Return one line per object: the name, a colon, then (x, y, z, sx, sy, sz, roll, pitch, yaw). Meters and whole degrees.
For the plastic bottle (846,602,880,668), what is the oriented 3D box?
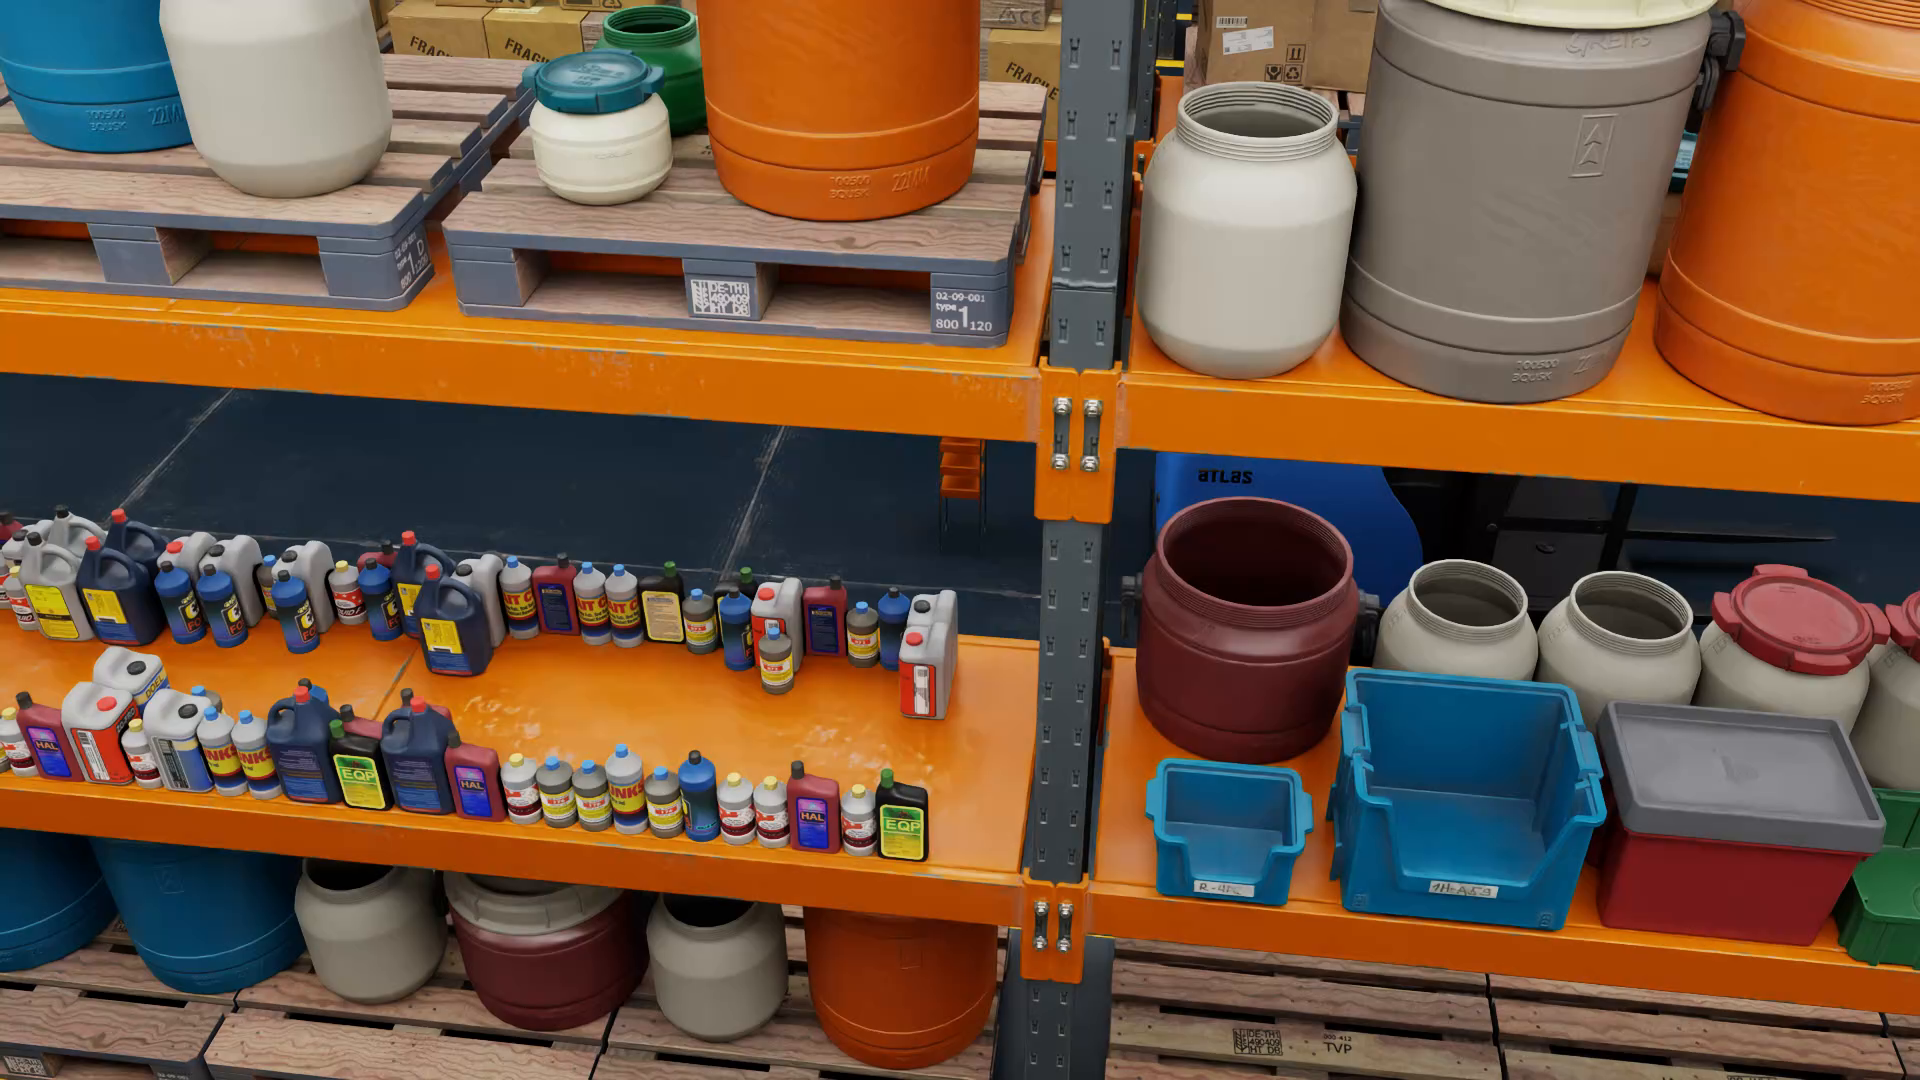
plastic bottle: (-0.289, 0.274, 4.955, 0.097, 0.201, 0.097, 0, 36, 0)

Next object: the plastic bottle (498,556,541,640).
plastic bottle: (-1.338, 0.167, 5.045, 0.097, 0.271, 0.097, 0, 36, 0)

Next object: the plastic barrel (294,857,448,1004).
plastic barrel: (-1.872, 1.184, 5.289, 0.421, 0.512, 0.421, 0, 36, 0)

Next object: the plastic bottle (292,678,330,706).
plastic bottle: (-1.778, 0.494, 4.586, 0.097, 0.271, 0.097, 0, 36, 0)

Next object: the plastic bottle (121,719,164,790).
plastic bottle: (-2.220, 0.574, 4.534, 0.097, 0.201, 0.097, 0, 36, 0)

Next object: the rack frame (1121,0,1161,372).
rack frame: (0.938, -2.411, 8.546, 0.127, 3.000, 1.000, 4, 36, 6)

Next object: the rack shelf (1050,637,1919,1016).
rack shelf: (2.291, 0.883, 4.549, 4.000, 0.370, 1.077, 4, 36, 6)

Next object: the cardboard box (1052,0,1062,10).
cardboard box: (0.490, -2.645, 8.787, 0.500, 0.500, 0.500, 5, 36, 7)

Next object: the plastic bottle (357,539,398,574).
plastic bottle: (-1.767, 0.119, 5.101, 0.133, 0.283, 0.061, 4, 36, 6)

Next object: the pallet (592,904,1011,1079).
pallet: (-0.480, 1.543, 5.406, 1.213, 0.211, 1.003, 4, 36, 6)

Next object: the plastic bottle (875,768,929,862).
plastic bottle: (-0.149, 0.706, 4.279, 0.133, 0.283, 0.061, 4, 36, 6)

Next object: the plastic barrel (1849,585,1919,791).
plastic barrel: (2.626, 0.432, 4.446, 0.433, 0.535, 0.433, 0, 36, 0)

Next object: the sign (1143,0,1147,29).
sign: (0.870, -2.562, 7.762, 0.005, 0.325, 0.100, 4, 36, 6)

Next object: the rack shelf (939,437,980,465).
rack shelf: (0.014, -0.451, 7.426, 0.180, 0.103, 0.258, 4, 36, 6)

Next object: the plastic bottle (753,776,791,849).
plastic bottle: (-0.490, 0.703, 4.354, 0.097, 0.201, 0.097, 0, 36, 0)

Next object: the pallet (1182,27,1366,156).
pallet: (1.658, -2.342, 8.614, 1.003, 0.211, 1.213, 4, 36, 6)

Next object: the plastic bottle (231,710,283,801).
plastic bottle: (-1.893, 0.570, 4.480, 0.097, 0.271, 0.097, 0, 36, 0)

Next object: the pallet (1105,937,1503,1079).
pallet: (1.070, 1.657, 5.246, 1.213, 0.211, 1.003, 4, 36, 6)

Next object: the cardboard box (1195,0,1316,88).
cardboard box: (1.478, -2.606, 8.372, 0.500, 0.500, 0.500, 0, 36, 0)

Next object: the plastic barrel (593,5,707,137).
plastic barrel: (-0.715, -1.097, 3.895, 0.294, 0.245, 0.294, 0, 36, 0)

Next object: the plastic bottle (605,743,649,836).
plastic bottle: (-0.876, 0.646, 4.374, 0.097, 0.271, 0.097, 0, 36, 0)

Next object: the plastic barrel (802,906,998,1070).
plastic barrel: (-0.180, 1.129, 5.093, 0.708, 0.830, 0.600, 4, 36, 6)

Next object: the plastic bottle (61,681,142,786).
plastic bottle: (-2.332, 0.519, 4.547, 0.135, 0.276, 0.152, 4, 36, 6)

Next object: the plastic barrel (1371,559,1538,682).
plastic barrel: (1.354, 0.350, 4.581, 0.421, 0.512, 0.421, 0, 36, 0)

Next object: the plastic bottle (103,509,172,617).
plastic bottle: (-2.524, 0.060, 5.126, 0.185, 0.351, 0.144, 4, 36, 6)

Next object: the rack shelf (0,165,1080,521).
rack shelf: (-1.677, -0.633, 4.093, 4.000, 0.370, 1.077, 4, 36, 6)

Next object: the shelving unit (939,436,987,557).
shelving unit: (0.014, -0.487, 7.400, 0.189, 1.200, 0.258, 4, 36, 6)

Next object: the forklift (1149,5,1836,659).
forklift: (2.361, -0.932, 6.533, 3.031, 2.935, 1.130, 3, 36, 4)

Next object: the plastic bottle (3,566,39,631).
plastic bottle: (-2.863, 0.171, 5.100, 0.097, 0.201, 0.097, 0, 36, 0)

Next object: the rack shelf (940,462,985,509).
rack shelf: (0.014, -0.256, 7.565, 0.180, 0.103, 0.258, 4, 36, 6)

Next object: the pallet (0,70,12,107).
pallet: (-2.871, -0.996, 4.143, 1.003, 0.211, 1.213, 4, 36, 6)

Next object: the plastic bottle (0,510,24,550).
plastic bottle: (-2.993, 0.028, 5.229, 0.133, 0.283, 0.061, 4, 36, 6)

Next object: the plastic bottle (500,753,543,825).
plastic bottle: (-1.166, 0.653, 4.424, 0.097, 0.201, 0.097, 0, 36, 0)

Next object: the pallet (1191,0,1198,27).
pallet: (2.442, -4.025, 13.208, 1.213, 0.211, 1.003, 4, 36, 6)

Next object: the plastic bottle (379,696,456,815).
plastic bottle: (-1.435, 0.558, 4.428, 0.185, 0.351, 0.144, 4, 36, 6)

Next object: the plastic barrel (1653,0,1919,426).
plastic barrel: (1.743, -0.719, 3.223, 0.708, 0.830, 0.600, 4, 36, 6)

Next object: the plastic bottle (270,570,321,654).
plastic bottle: (-2.000, 0.207, 4.989, 0.097, 0.271, 0.097, 0, 36, 0)

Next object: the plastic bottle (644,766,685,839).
plastic bottle: (-0.779, 0.682, 4.384, 0.097, 0.201, 0.097, 0, 36, 0)

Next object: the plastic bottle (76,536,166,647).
plastic bottle: (-2.542, 0.143, 5.010, 0.185, 0.351, 0.144, 4, 36, 6)

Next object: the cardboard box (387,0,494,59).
cardboard box: (-2.605, -2.570, 8.682, 0.500, 0.500, 0.500, 4, 36, 6)

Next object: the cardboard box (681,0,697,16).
cardboard box: (-1.097, -3.019, 8.449, 0.637, 0.503, 0.797, 5, 36, 7)

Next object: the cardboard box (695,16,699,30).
cardboard box: (-1.097, -2.461, 8.530, 0.500, 0.500, 0.500, 5, 36, 7)

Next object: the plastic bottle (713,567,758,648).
plastic bottle: (-0.667, 0.201, 4.986, 0.133, 0.283, 0.061, 4, 36, 6)

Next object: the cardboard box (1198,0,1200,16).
cardboard box: (2.262, -4.420, 12.936, 0.750, 0.750, 1.050, 4, 36, 5)

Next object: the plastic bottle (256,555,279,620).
plastic bottle: (-2.114, 0.138, 5.146, 0.097, 0.201, 0.097, 0, 36, 0)

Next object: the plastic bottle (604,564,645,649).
plastic bottle: (-1.013, 0.191, 5.011, 0.097, 0.271, 0.097, 0, 36, 0)

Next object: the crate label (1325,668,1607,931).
crate label: (1.258, 0.658, 4.216, 0.616, 0.435, 0.502, 4, 36, 6)

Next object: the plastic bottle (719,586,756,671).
plastic bottle: (-0.659, 0.253, 4.924, 0.097, 0.271, 0.097, 0, 36, 0)
